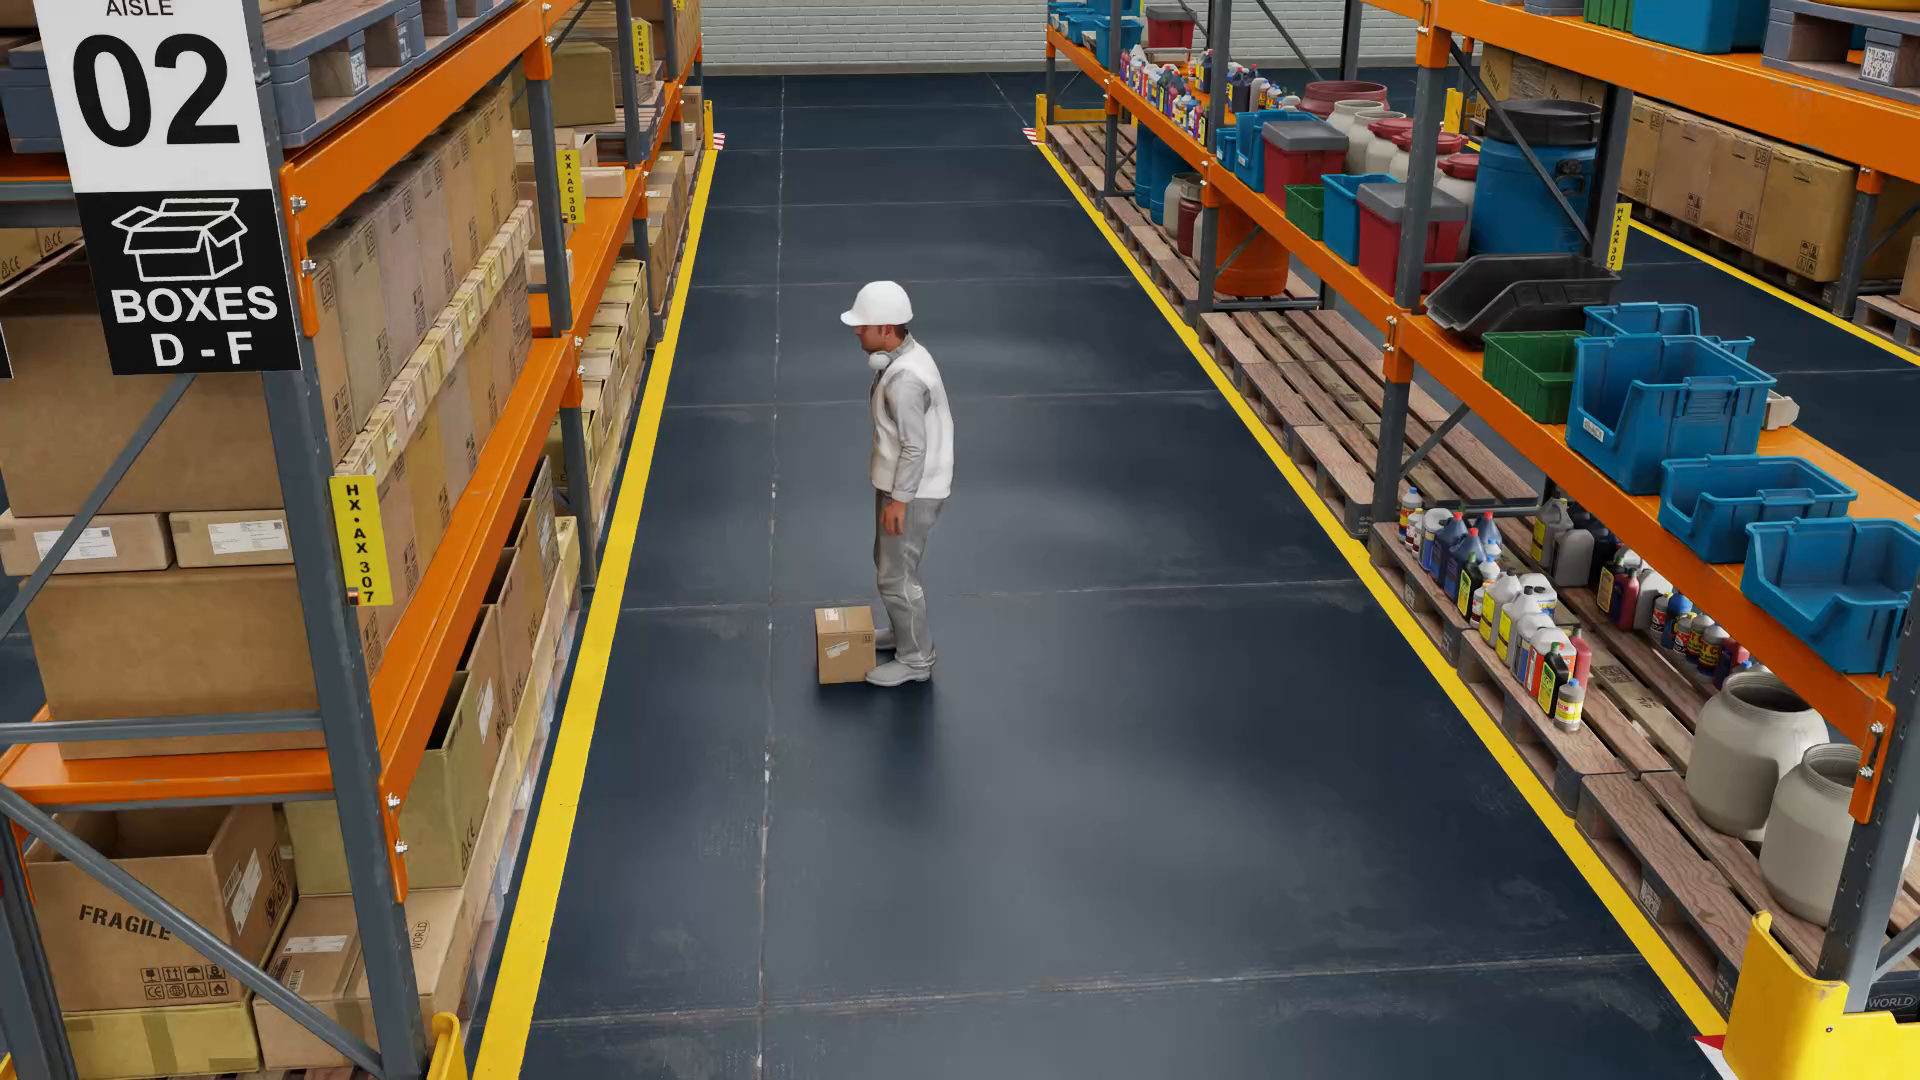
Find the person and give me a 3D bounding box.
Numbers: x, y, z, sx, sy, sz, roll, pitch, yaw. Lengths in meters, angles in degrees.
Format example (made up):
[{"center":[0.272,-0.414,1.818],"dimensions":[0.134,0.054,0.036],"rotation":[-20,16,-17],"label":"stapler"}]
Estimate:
[{"center":[-0.259,-0.245,7.132],"dimensions":[0.463,1.769,0.580],"rotation":[-2,24,-5],"label":"person"}]
